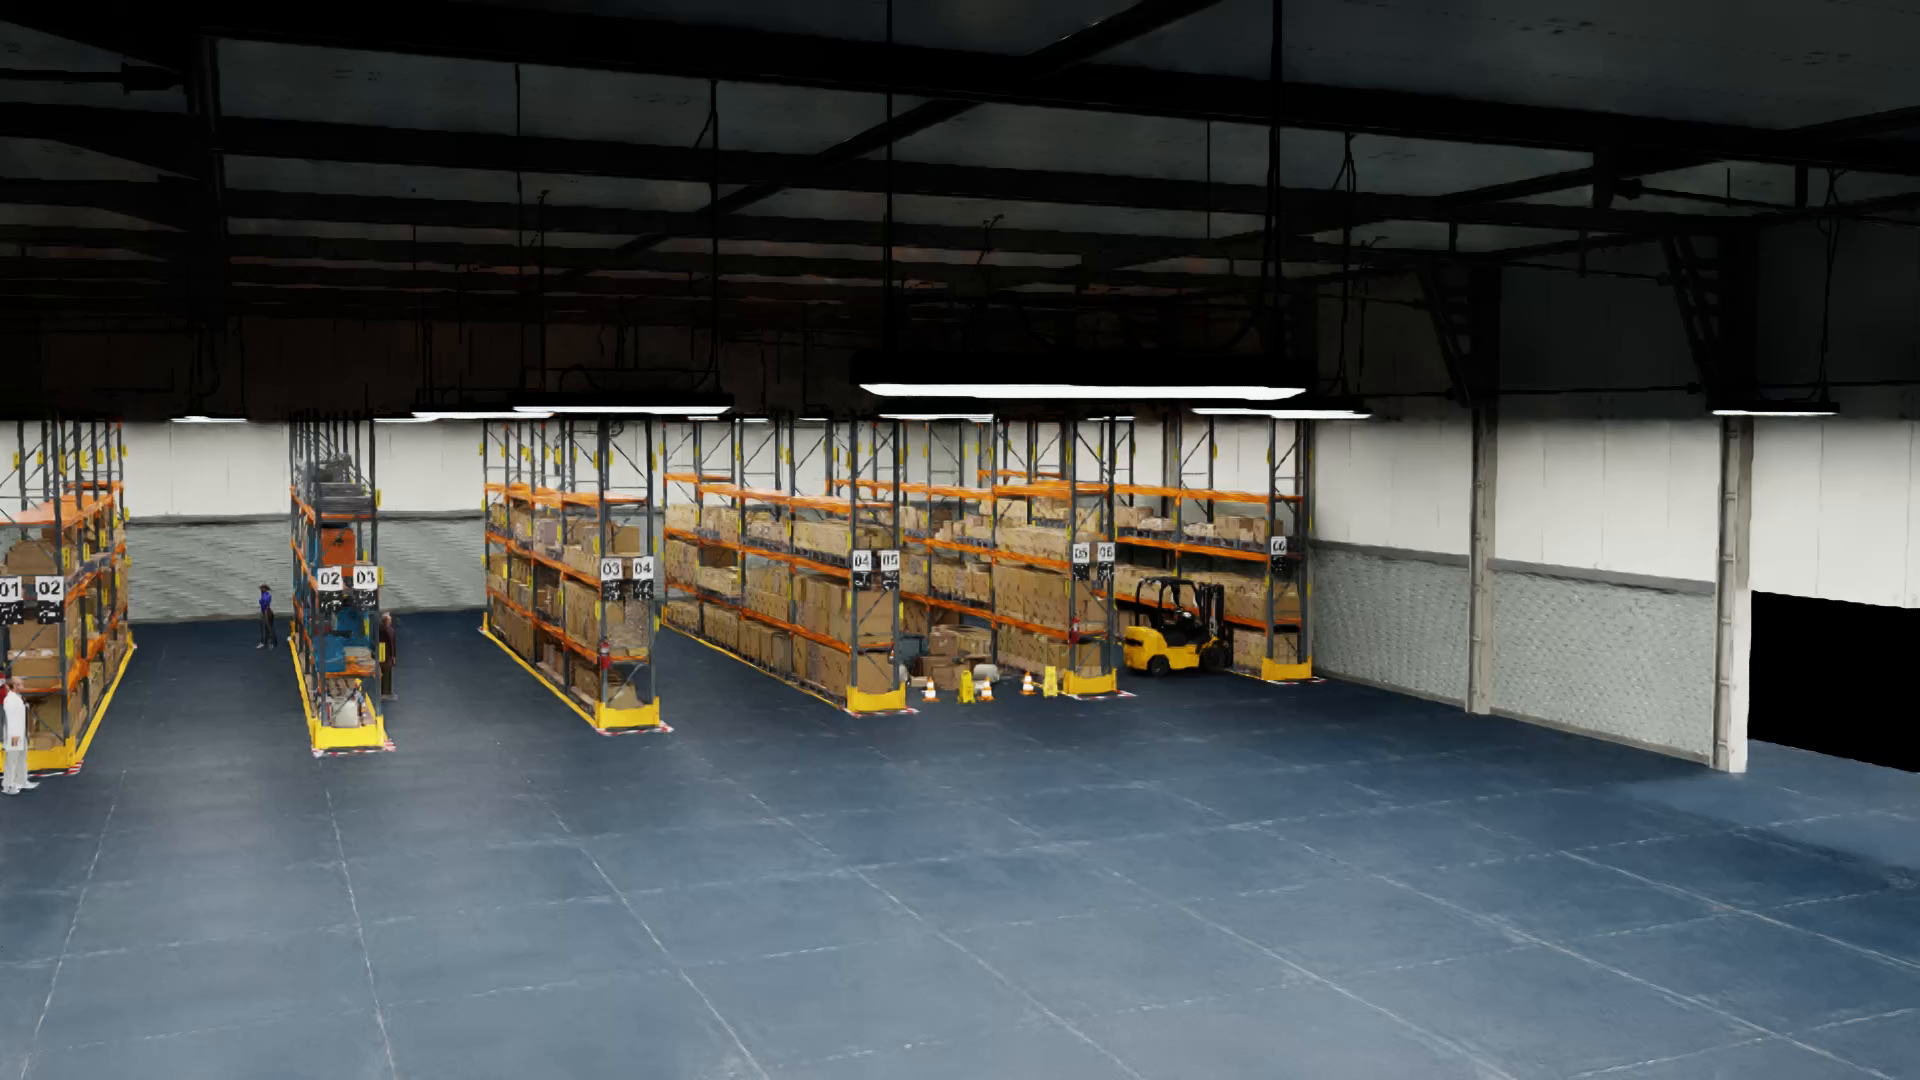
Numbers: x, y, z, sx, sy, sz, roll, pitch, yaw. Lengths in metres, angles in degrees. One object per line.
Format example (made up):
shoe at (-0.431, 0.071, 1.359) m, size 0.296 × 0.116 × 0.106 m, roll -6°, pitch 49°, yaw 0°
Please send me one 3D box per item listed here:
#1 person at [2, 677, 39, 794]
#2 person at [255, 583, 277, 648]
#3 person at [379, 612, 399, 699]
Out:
person at (-14.630, 3.007, 25.808) m, size 0.438 × 1.784 × 0.643 m, roll -1°, pitch 4°, yaw -14°
person at (-17.711, 1.911, 42.404) m, size 0.496 × 1.659 × 0.644 m, roll -2°, pitch 5°, yaw -28°
person at (-11.895, 2.389, 34.567) m, size 0.670 × 1.785 × 0.449 m, roll 4°, pitch 6°, yaw 44°
